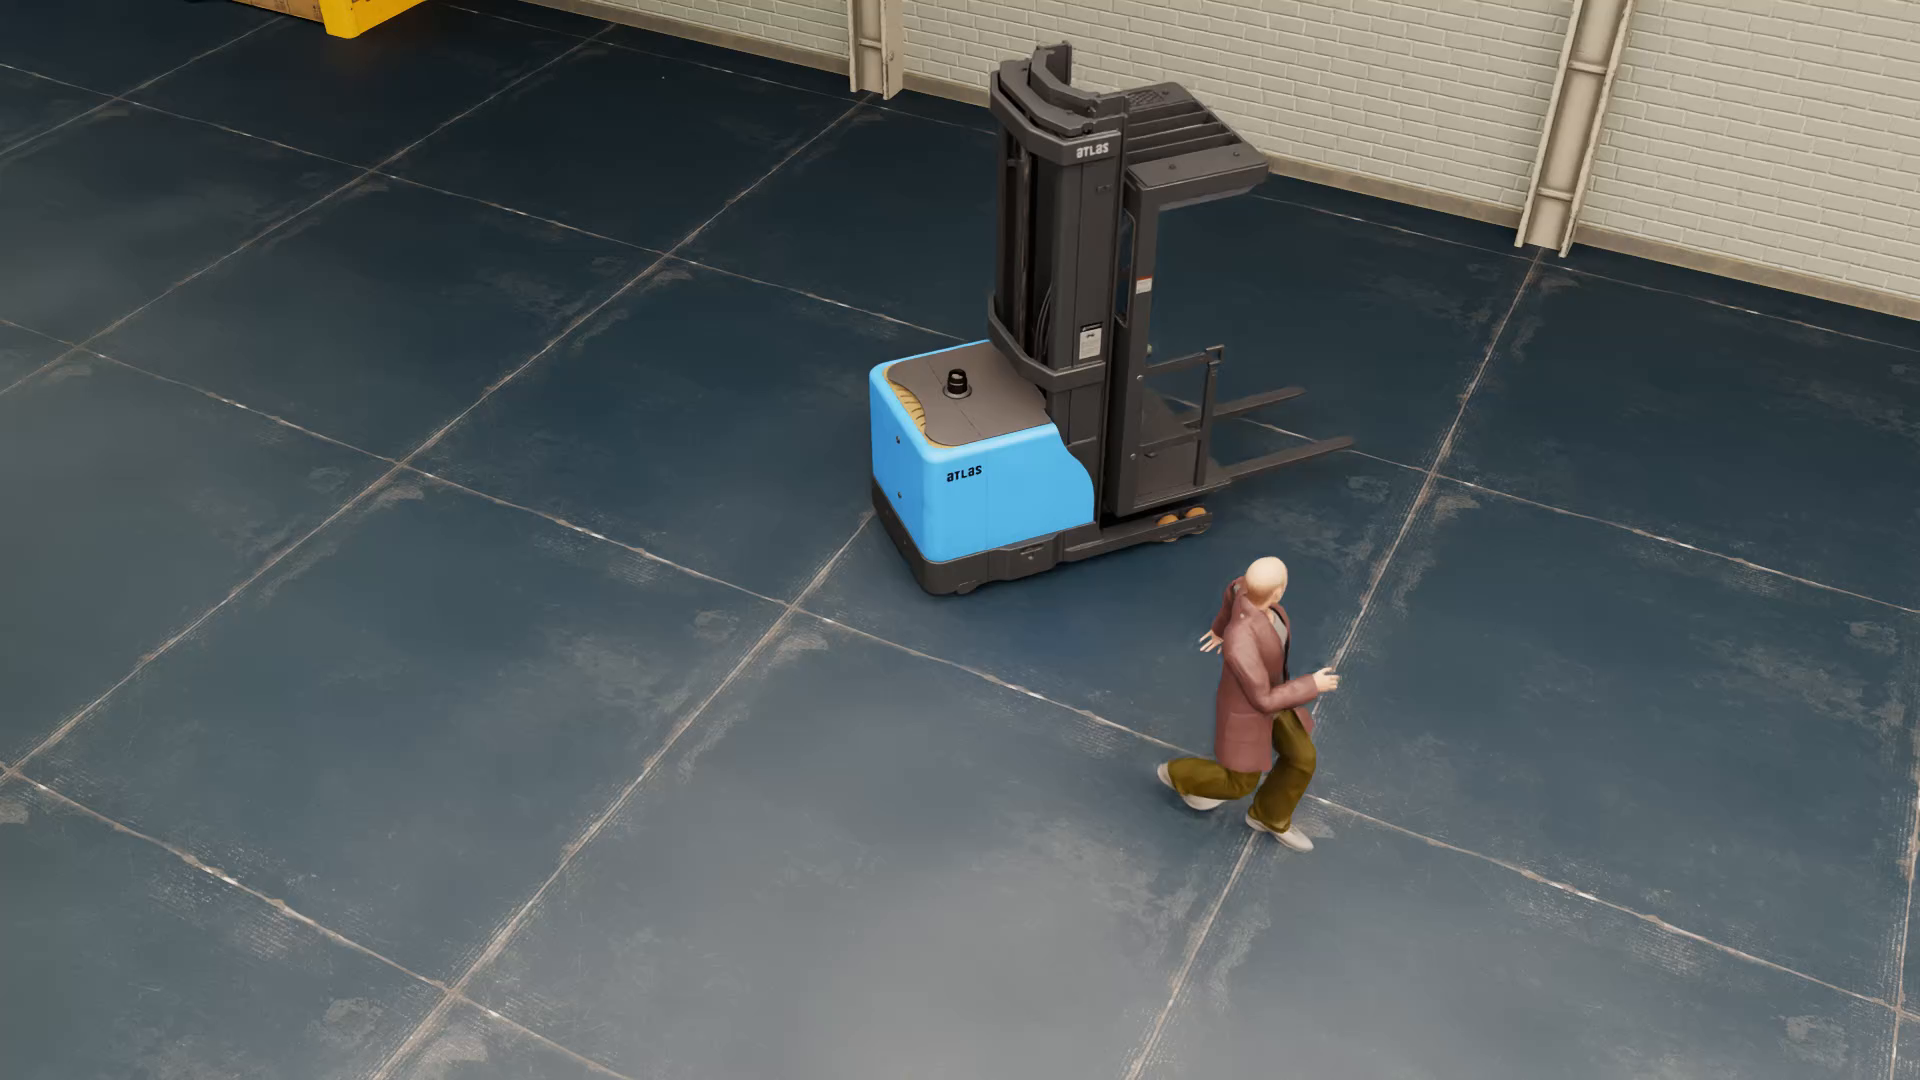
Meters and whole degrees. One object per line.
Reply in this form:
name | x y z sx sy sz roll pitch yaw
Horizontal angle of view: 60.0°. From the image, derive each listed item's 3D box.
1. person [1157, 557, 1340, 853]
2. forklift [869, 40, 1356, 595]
person | 1.427 0.759 8.067 0.890 1.695 0.646 27 47 28
forklift | 1.016 -1.409 9.660 3.031 2.935 1.130 -15 42 -17
